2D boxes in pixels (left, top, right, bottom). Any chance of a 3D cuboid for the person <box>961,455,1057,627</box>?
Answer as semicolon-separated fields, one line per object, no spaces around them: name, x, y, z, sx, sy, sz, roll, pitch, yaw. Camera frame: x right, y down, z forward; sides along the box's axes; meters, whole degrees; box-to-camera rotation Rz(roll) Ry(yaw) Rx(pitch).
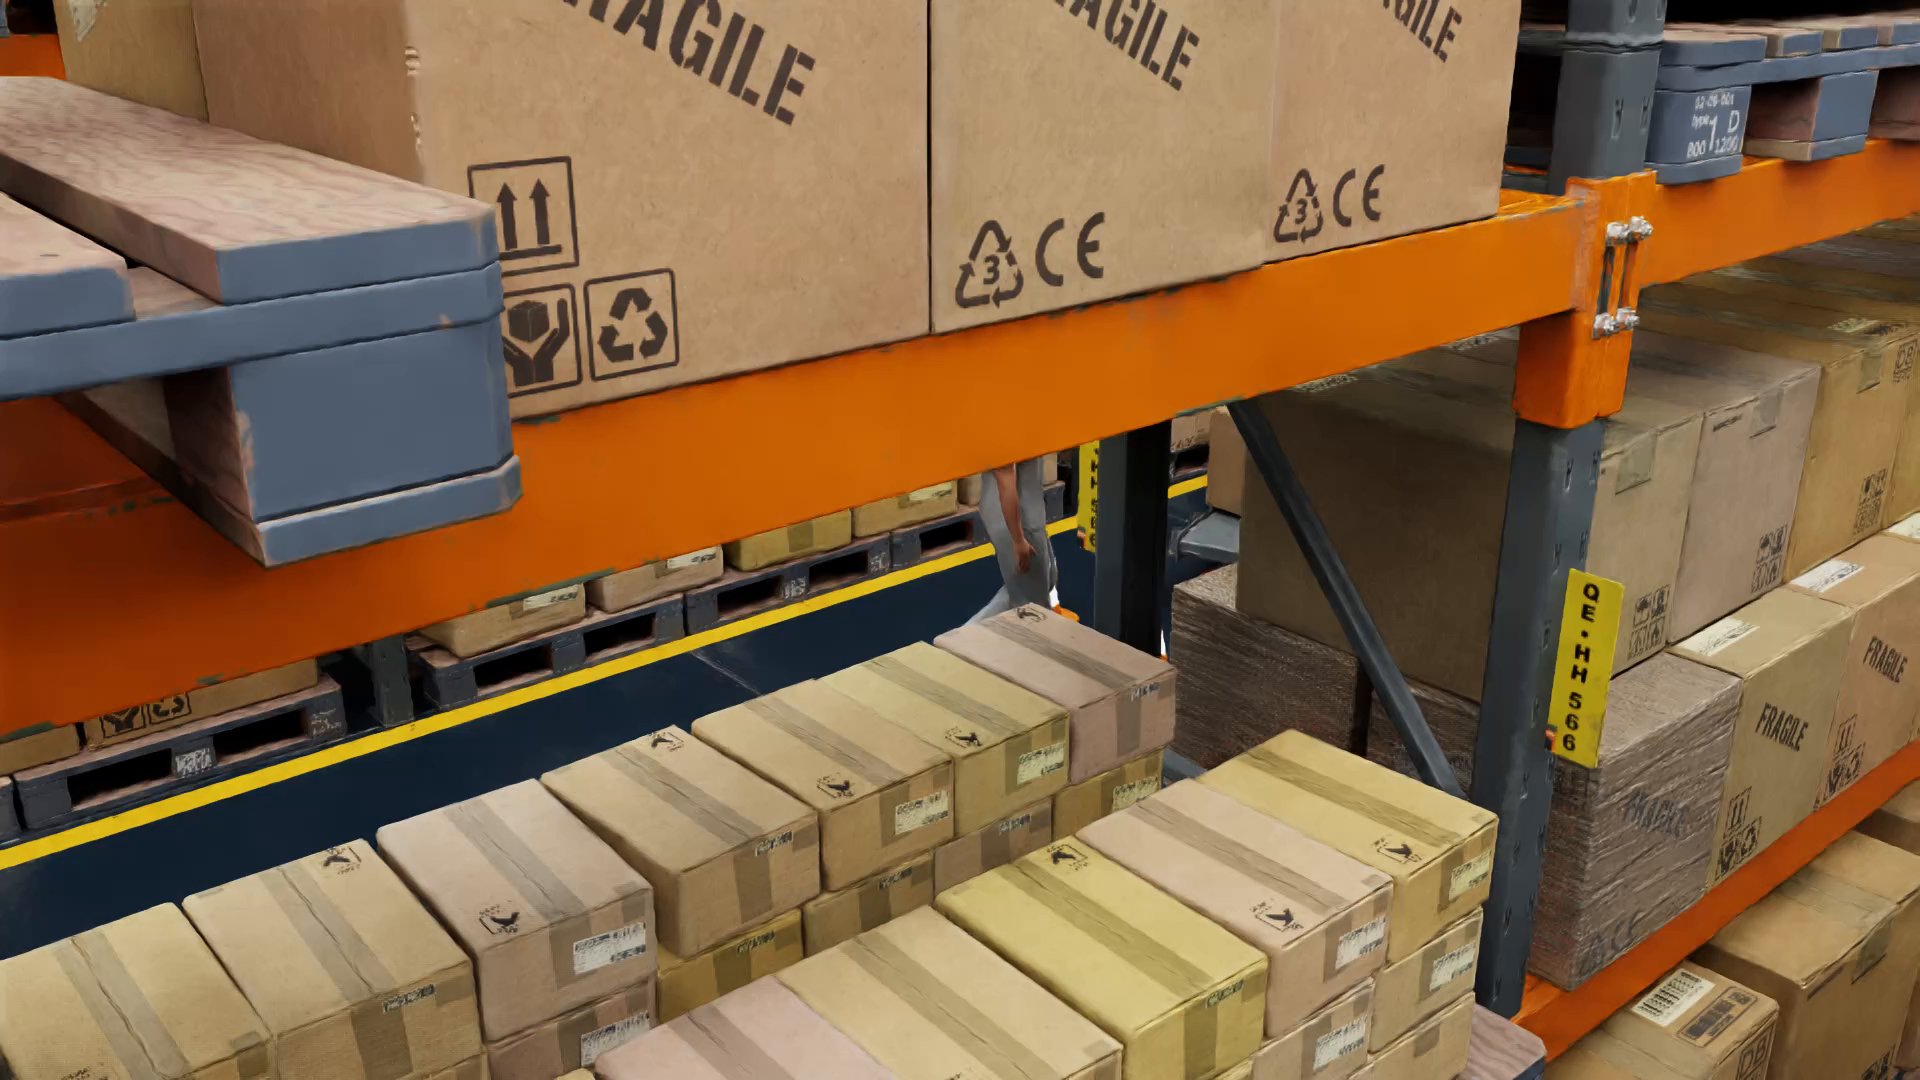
person;0.254;-0.067;6.761;0.616;1.669;0.470;-3;21;-8
